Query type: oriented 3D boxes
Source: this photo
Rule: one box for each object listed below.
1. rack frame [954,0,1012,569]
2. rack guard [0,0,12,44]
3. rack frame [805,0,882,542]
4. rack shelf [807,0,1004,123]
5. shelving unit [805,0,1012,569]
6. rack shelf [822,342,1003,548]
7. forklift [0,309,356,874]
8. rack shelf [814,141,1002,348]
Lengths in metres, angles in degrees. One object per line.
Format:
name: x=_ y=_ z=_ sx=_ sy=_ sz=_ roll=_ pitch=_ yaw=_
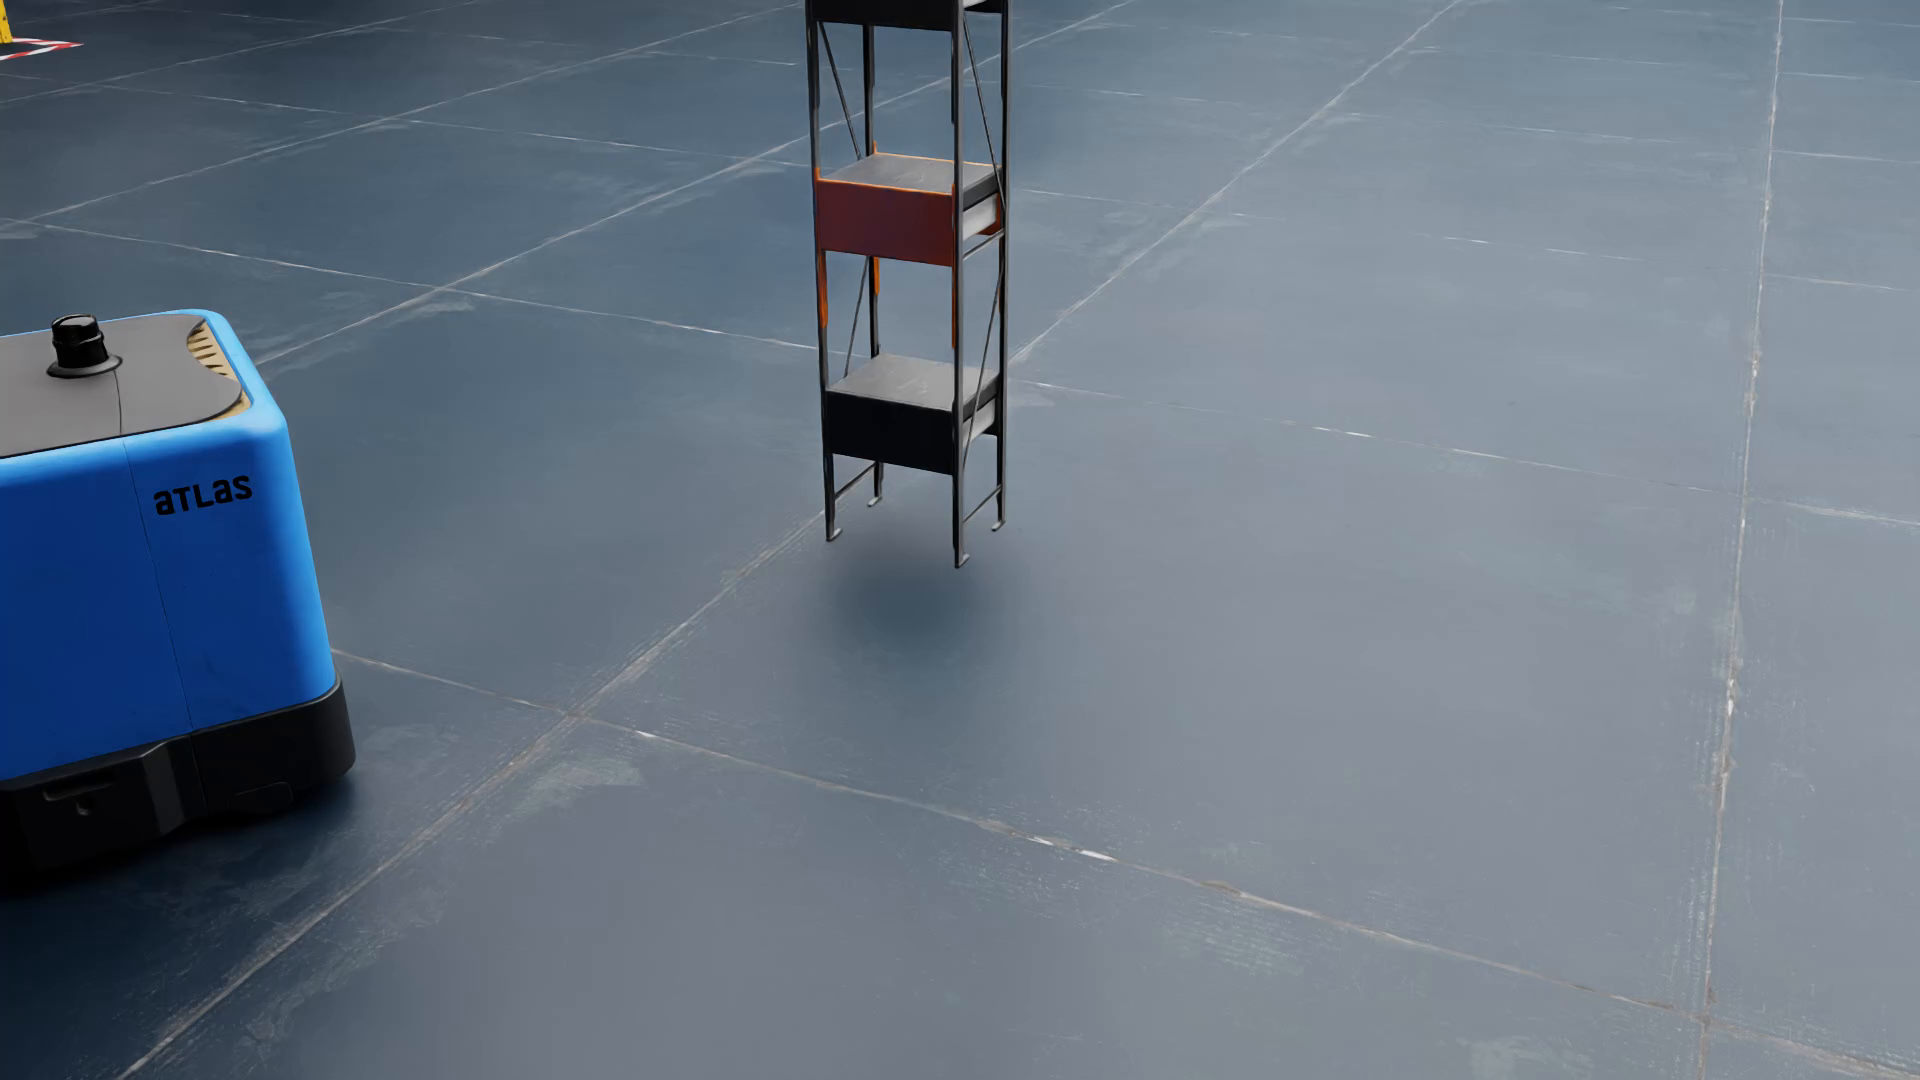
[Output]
rack frame: x=0.071 y=-0.928 z=5.257 sx=0.015 sy=2.100 sz=0.400 roll=11 pitch=28 yaw=22
rack guard: x=-8.754 y=-4.437 z=14.195 sx=0.348 sy=0.500 sz=1.175 roll=11 pitch=28 yaw=22
rack frame: x=-0.373 y=-1.017 z=5.438 sx=0.015 sy=2.100 sz=0.400 roll=11 pitch=28 yaw=22
rack shelf: x=-0.151 y=-1.588 z=5.045 sx=0.480 sy=0.518 sz=0.431 roll=11 pitch=28 yaw=22
shelving unit: x=-0.151 y=-0.972 z=5.348 sx=0.503 sy=2.100 sz=0.431 roll=11 pitch=28 yaw=22
rack shelf: x=-0.151 y=-0.332 z=5.663 sx=0.480 sy=0.518 sz=0.431 roll=11 pitch=28 yaw=22
forklift: x=-3.131 y=-0.503 z=3.453 sx=3.031 sy=2.935 sz=1.130 roll=-15 pitch=30 yaw=-27
rack shelf: x=-0.151 y=-0.960 z=5.354 sx=0.480 sy=0.518 sz=0.431 roll=11 pitch=28 yaw=22
